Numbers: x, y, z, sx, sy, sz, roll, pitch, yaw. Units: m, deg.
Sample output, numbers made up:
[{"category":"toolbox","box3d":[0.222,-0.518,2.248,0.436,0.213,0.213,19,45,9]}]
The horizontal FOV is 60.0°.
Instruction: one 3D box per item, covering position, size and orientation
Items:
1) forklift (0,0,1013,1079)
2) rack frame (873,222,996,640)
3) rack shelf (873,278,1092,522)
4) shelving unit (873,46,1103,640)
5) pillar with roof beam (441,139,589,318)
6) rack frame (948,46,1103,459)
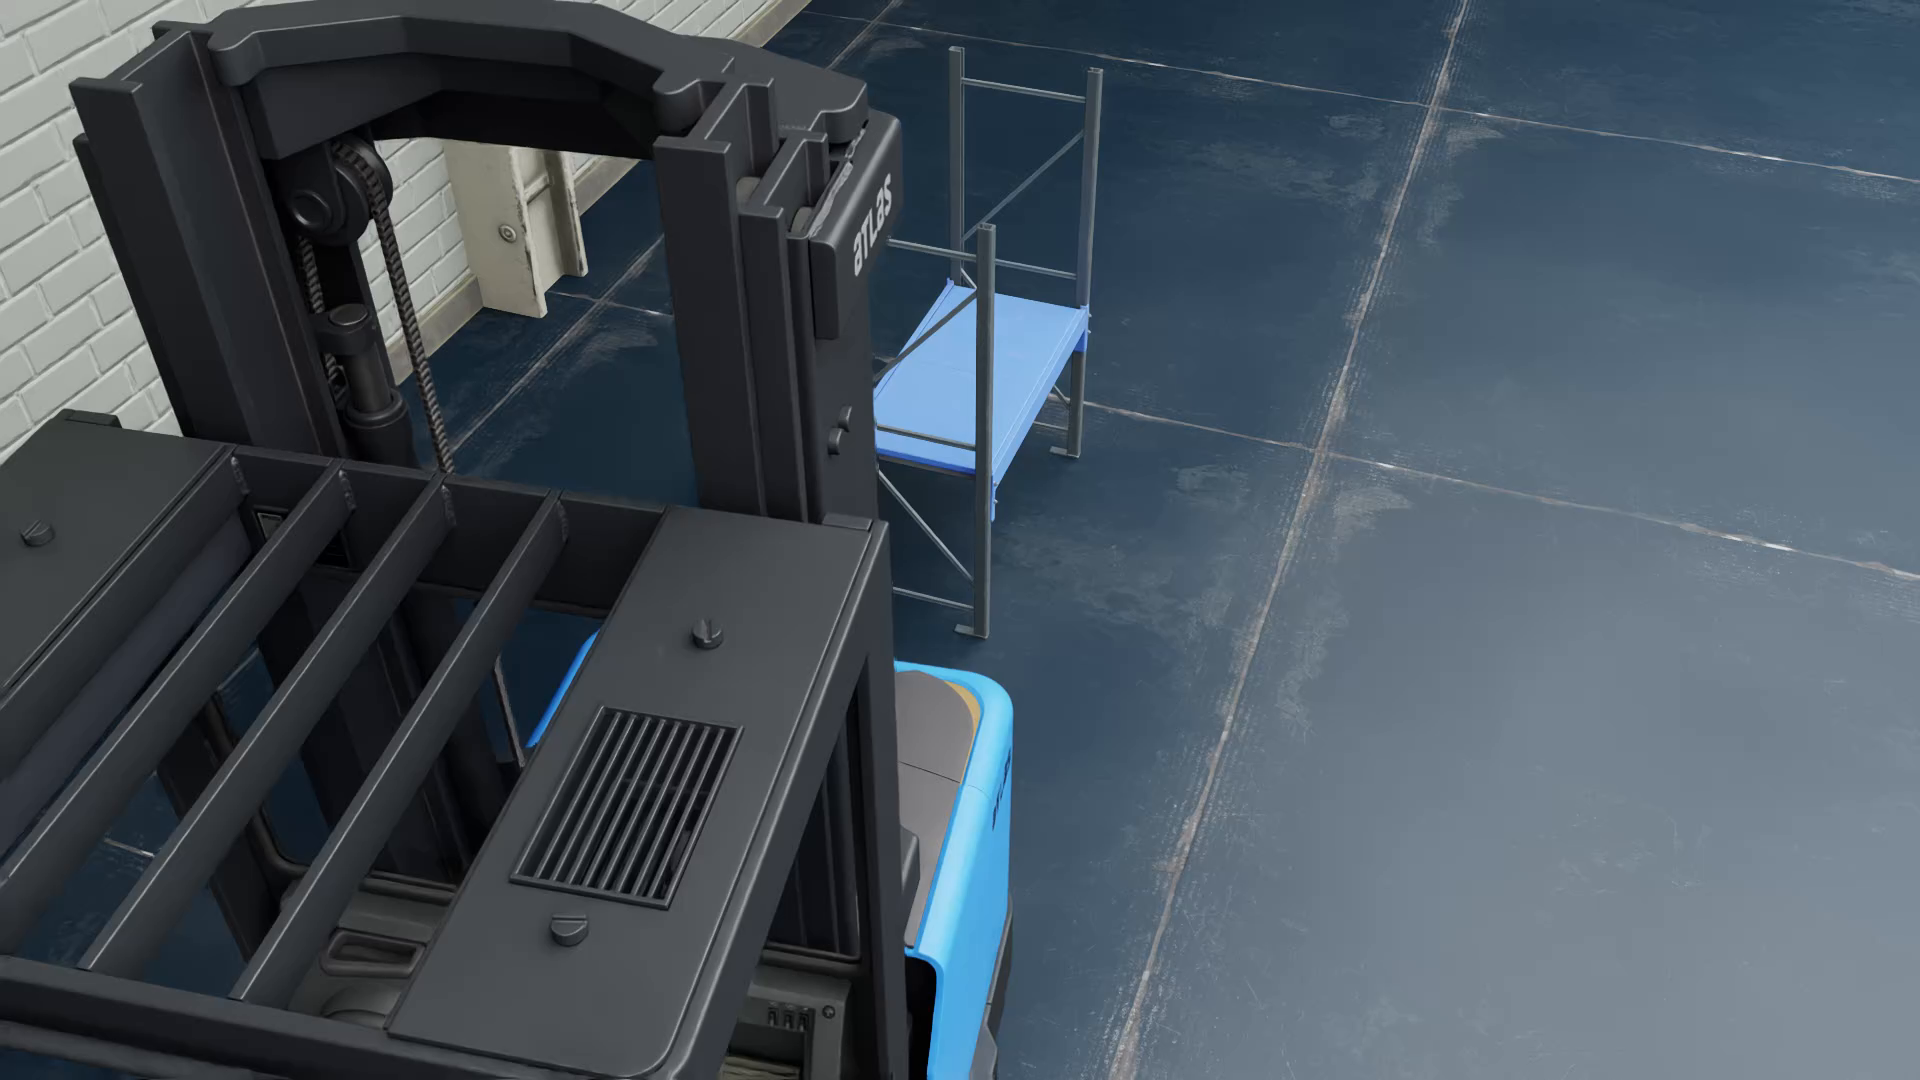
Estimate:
[{"category":"forklift","box3d":[-0.675,0.880,2.460,1.130,2.935,3.031,8,41,9]},{"category":"rack frame","box3d":[-0.145,-0.313,4.961,0.500,1.500,0.032,13,42,15]},{"category":"rack shelf","box3d":[0.029,-0.486,5.441,0.538,0.185,1.000,13,42,15]},{"category":"shelving unit","box3d":[0.029,-0.623,5.324,0.538,1.500,1.048,13,42,15]},{"category":"pillar with roof beam","box3d":[2.251,-3.531,2.955,9.100,9.000,0.400,13,42,15]},{"category":"rack frame","box3d":[0.203,-0.933,5.688,0.500,1.500,0.032,13,42,15]}]
